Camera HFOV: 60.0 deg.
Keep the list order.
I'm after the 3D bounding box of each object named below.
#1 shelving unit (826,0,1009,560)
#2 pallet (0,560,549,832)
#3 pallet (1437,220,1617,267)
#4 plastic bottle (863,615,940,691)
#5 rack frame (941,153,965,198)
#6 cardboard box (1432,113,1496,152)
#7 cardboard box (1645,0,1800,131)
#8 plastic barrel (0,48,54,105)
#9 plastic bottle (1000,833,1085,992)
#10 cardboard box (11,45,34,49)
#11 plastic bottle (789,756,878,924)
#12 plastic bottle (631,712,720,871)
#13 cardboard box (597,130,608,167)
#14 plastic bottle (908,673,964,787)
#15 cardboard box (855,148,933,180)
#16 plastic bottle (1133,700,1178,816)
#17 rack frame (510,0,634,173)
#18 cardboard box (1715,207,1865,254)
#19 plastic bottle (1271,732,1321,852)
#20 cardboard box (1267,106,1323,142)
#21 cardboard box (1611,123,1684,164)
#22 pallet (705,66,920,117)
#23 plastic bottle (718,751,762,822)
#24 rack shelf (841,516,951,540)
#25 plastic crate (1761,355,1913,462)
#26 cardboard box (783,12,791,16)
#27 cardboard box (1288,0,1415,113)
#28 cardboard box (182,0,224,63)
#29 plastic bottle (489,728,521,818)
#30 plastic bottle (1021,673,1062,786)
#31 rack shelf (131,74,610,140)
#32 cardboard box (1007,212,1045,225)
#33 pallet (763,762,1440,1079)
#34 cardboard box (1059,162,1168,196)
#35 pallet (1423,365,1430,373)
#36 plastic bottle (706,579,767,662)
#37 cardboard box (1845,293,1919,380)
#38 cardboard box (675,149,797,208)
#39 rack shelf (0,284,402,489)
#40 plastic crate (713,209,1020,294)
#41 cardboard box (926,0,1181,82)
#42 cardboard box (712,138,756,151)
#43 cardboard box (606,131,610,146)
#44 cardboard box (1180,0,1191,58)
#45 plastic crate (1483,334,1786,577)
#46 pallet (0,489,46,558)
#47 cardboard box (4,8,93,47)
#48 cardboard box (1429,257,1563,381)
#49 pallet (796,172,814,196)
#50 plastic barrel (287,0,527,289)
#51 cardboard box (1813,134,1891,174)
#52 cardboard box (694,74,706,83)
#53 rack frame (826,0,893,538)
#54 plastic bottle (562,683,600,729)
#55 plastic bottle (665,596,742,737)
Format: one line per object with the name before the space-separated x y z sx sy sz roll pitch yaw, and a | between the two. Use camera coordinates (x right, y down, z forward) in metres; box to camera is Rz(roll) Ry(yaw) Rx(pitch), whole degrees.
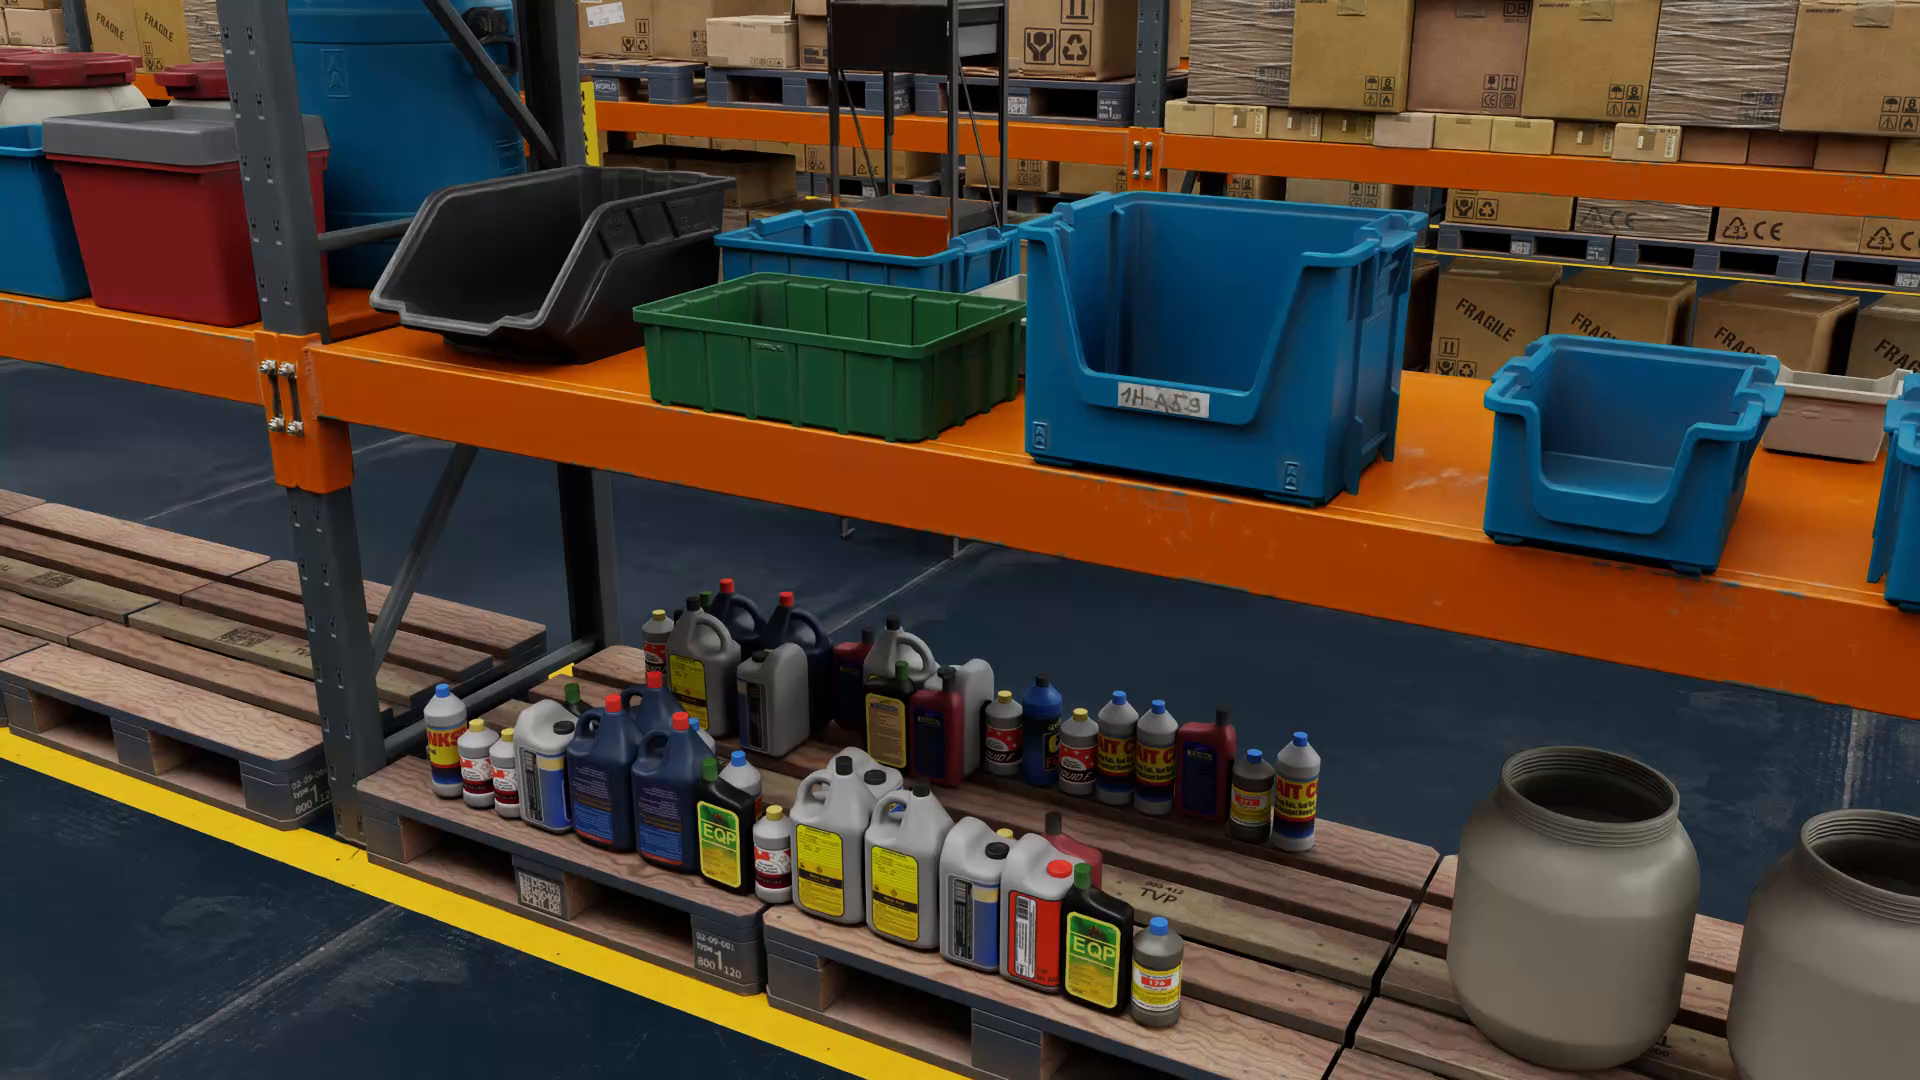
shelving unit | -0.145 -1.015 6.083 0.503 2.100 0.431 11 23 27
pallet | -2.003 0.409 4.929 1.213 0.211 1.003 11 23 27
pallet | 4.249 -2.257 12.277 1.213 0.211 1.003 11 23 27
plastic bottle | -0.147 0.362 4.207 0.185 0.351 0.144 11 22 27
rack frame | 0.132 -4.383 14.048 0.127 3.000 1.000 11 23 27
cardboard box | 2.261 -1.814 7.335 0.250 0.149 0.380 11 23 27
cardboard box | 3.231 -2.022 6.959 0.500 0.500 0.875 11 23 27
plastic barrel | -3.045 -1.265 5.255 0.433 0.535 0.433 0 20 0
plastic bottle | 0.169 0.731 3.301 0.135 0.276 0.152 11 23 28
cardboard box | -6.519 -3.466 11.889 0.250 0.149 0.380 11 23 28
plastic bottle | -0.261 0.615 3.510 0.185 0.351 0.144 11 22 27
plastic bottle | -0.632 0.544 3.705 0.185 0.351 0.144 10 22 25
cardboard box | -2.968 -2.242 10.648 0.875 0.875 1.225 10 22 25
plastic bottle | -0.058 0.454 4.053 0.133 0.283 0.061 11 23 27
cardboard box | -0.570 -3.437 14.490 0.500 0.500 0.500 11 23 27
plastic bottle | 0.463 0.507 3.926 0.097 0.271 0.097 0 20 0
rack frame | -2.375 -2.923 10.024 0.127 3.000 1.000 11 23 27
cardboard box | 5.722 -2.490 11.330 0.875 0.875 0.875 10 22 26
plastic bottle | 0.762 0.564 3.769 0.097 0.271 0.097 0 20 0
cardboard box | 1.601 -1.935 7.670 0.250 0.149 0.380 11 23 27
cardboard box | 2.898 -1.678 6.962 0.250 0.149 0.380 11 23 27
pallet | -0.627 -2.516 9.183 1.213 0.211 1.003 11 23 27
plastic bottle | -0.485 0.595 3.682 0.097 0.271 0.097 0 20 0
rack shelf | -0.145 -0.344 6.326 0.480 0.518 0.431 11 23 27
plastic crate | 1.569 -0.239 3.011 0.250 0.136 0.298 11 23 27
cardboard box | -0.788 -2.860 9.432 0.258 0.266 0.396 10 22 26
cardboard box | 1.899 -2.258 7.607 0.500 0.500 0.875 11 23 27
cardboard box | -4.712 -3.317 10.965 0.500 0.500 0.500 10 22 26
plastic bottle | -1.057 0.543 3.928 0.097 0.201 0.097 0 20 0
plastic bottle | 0.199 0.456 4.064 0.097 0.271 0.097 0 20 0
rack shelf | -4.121 -2.917 11.063 4.000 0.370 1.077 11 23 27
cardboard box | 0.184 -1.483 9.075 0.500 0.500 0.700 11 22 27
pallet | 0.336 0.854 3.700 1.213 0.211 1.003 11 23 27
cardboard box | 1.384 -3.250 13.609 0.750 0.750 1.050 11 23 28
pallet | 2.789 -0.643 7.828 1.213 0.211 1.003 11 23 27
plastic bottle | -0.596 0.277 4.443 0.185 0.351 0.144 10 22 26
cardboard box | 4.072 -0.724 7.011 0.500 0.500 0.500 16 25 37
cardboard box | -1.308 -2.119 9.730 0.500 0.250 0.500 14 24 33
rack shelf | -3.045 -0.778 5.165 4.000 0.370 1.077 11 23 27
plastic crate | -0.200 -0.610 3.866 0.616 0.251 0.499 11 23 27
cardboard box | 0.491 -2.911 8.495 1.000 1.000 1.000 11 23 28
cardboard box | -1.918 -3.698 15.210 0.500 0.500 0.500 11 23 28
cardboard box | -3.522 -4.061 16.727 0.250 0.149 0.380 10 22 25
cardboard box | 1.711 -4.023 12.911 0.500 0.500 0.500 11 22 27
plastic crate | 1.046 -0.152 2.603 0.408 0.251 0.499 11 23 27
pallet | -4.134 0.003 6.047 1.213 0.211 1.003 11 23 27
cardboard box | -6.381 -3.653 11.820 0.500 0.250 0.500 10 22 26
cardboard box | 2.530 -1.029 7.852 0.500 0.500 0.500 9 22 23
pallet | -1.611 -3.405 15.443 1.213 0.211 1.003 11 23 27
plastic barrel | -1.488 -1.173 4.465 0.708 0.901 0.600 11 23 27
cardboard box | 3.587 -1.574 6.675 0.250 0.149 0.380 11 23 27
cardboard box | -2.378 -4.133 15.311 0.500 0.250 0.500 11 23 29
rack frame | -0.358 -1.055 6.195 0.015 2.100 0.400 11 23 27
plastic bottle | -0.887 0.484 3.969 0.133 0.283 0.061 11 23 27
plastic bottle | -0.666 0.320 4.325 0.185 0.351 0.144 11 23 27
